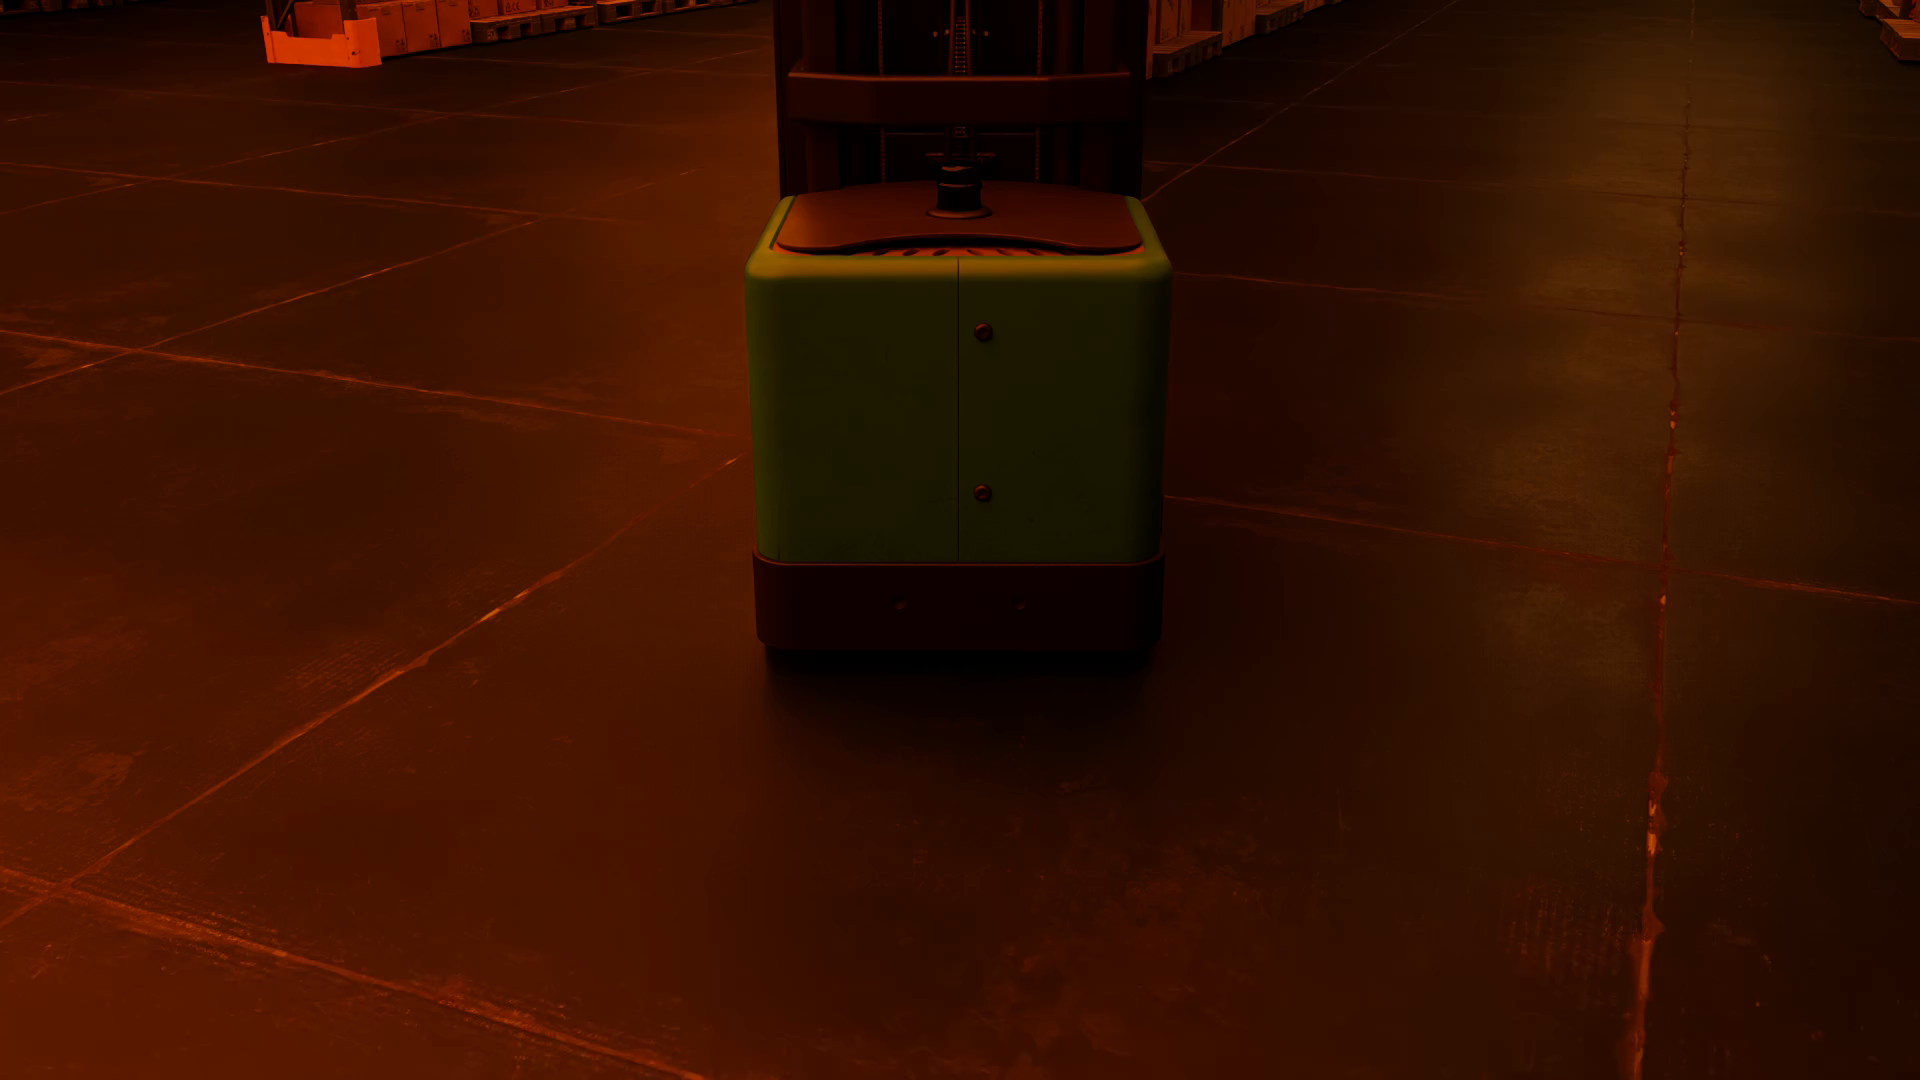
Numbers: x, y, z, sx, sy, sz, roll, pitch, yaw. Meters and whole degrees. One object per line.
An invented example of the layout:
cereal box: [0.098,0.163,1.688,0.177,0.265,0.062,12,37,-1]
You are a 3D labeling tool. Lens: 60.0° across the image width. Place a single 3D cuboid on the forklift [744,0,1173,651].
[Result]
forklift: [0.002,-1.587,5.089,1.130,2.935,3.031,0,23,0]
